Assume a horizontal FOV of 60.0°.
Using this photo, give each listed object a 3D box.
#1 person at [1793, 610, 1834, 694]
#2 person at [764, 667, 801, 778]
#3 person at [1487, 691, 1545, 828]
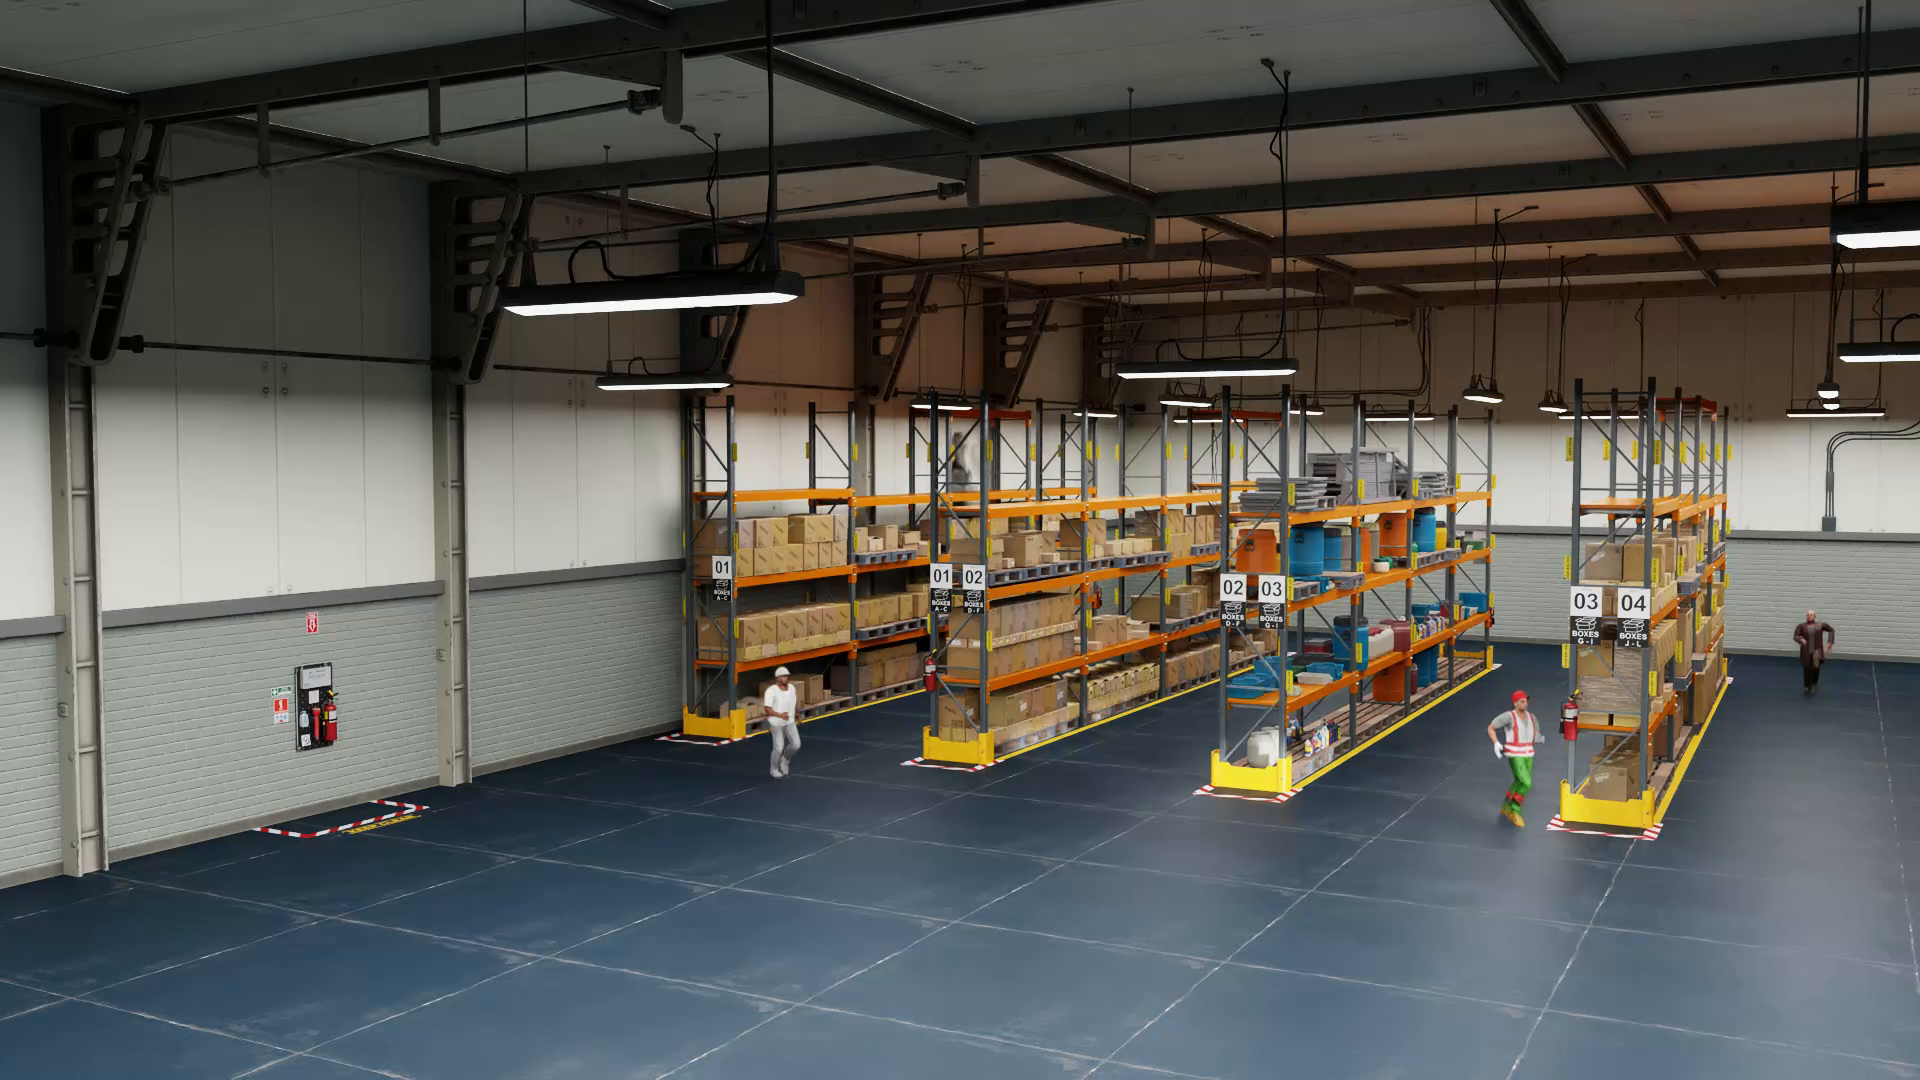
[{"bbox_3d":[17.543,2.312,34.221,0.713,1.736,0.896,2,4,34],"label":"person"},{"bbox_3d":[-2.678,2.791,25.392,0.682,1.716,0.700,-2,4,-38],"label":"person"},{"bbox_3d":[7.514,2.934,22.322,0.653,1.817,0.746,-1,3,-26],"label":"person"}]
